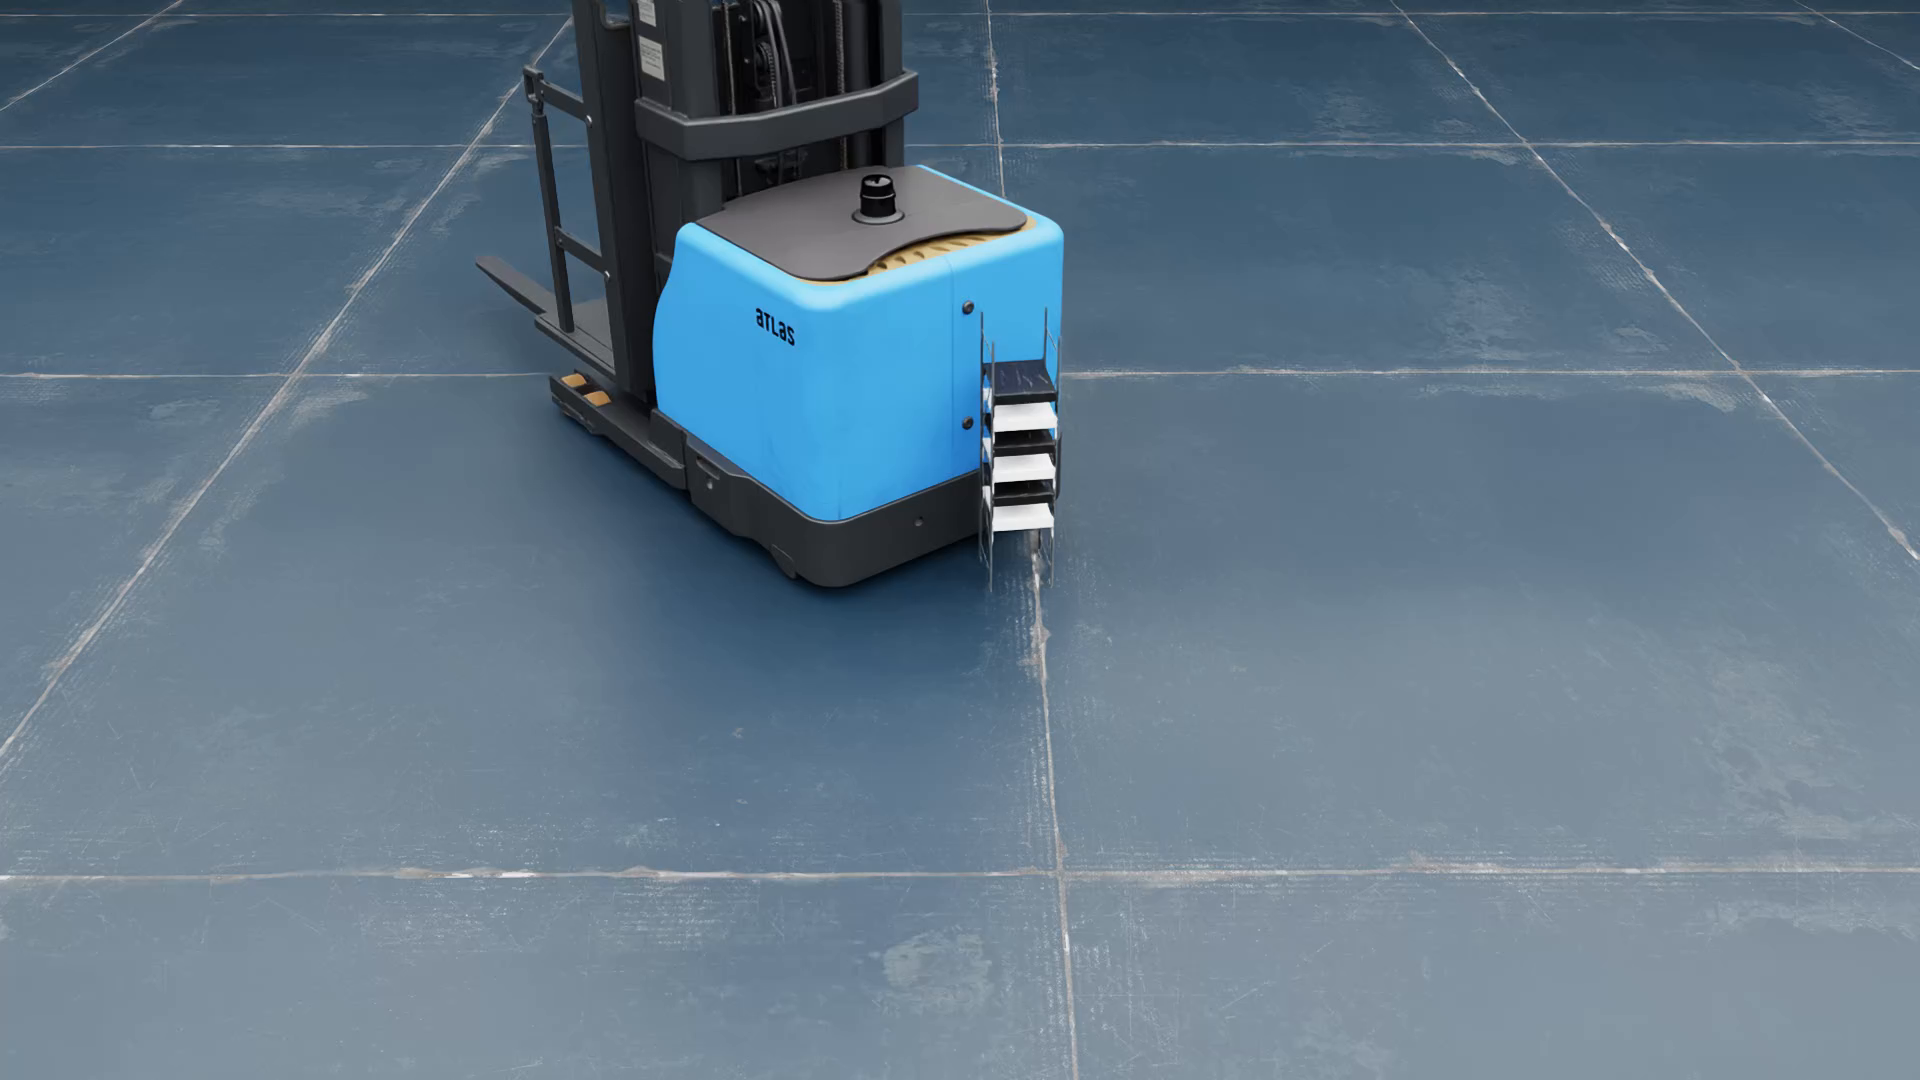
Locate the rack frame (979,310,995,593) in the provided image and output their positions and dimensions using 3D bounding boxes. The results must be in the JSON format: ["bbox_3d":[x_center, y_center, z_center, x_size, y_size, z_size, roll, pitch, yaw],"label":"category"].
[{"bbox_3d":[0.084,-0.271,5.329,0.006,0.900,0.240,-4,32,-7],"label":"rack frame"}]

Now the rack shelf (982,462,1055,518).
[{"bbox_3d":[0.185,-0.173,5.406,0.200,0.077,0.258,-4,32,-7],"label":"rack shelf"}]

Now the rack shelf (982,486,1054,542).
[{"bbox_3d":[0.185,-0.097,5.453,0.200,0.077,0.258,-4,32,-7],"label":"rack shelf"}]

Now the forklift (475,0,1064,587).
[{"bbox_3d":[-0.954,-1.801,5.893,1.130,2.935,3.031,-22,38,-32],"label":"forklift"}]

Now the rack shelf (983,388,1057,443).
[{"bbox_3d":[0.185,-0.404,5.266,0.200,0.077,0.258,-4,32,-7],"label":"rack shelf"}]

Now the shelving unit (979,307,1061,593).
[{"bbox_3d":[0.185,-0.279,5.342,0.210,0.900,0.258,-4,32,-7],"label":"shelving unit"}]

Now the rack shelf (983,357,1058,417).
[{"bbox_3d":[0.185,-0.481,5.219,0.200,0.077,0.258,-4,32,-7],"label":"rack shelf"}]

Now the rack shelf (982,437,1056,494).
[{"bbox_3d":[0.185,-0.250,5.359,0.200,0.077,0.258,-4,32,-7],"label":"rack shelf"}]

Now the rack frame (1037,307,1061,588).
[{"bbox_3d":[0.286,-0.287,5.355,0.006,0.900,0.240,-4,32,-7],"label":"rack frame"}]

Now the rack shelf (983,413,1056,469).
[{"bbox_3d":[0.185,-0.327,5.313,0.200,0.077,0.258,-4,32,-7],"label":"rack shelf"}]
